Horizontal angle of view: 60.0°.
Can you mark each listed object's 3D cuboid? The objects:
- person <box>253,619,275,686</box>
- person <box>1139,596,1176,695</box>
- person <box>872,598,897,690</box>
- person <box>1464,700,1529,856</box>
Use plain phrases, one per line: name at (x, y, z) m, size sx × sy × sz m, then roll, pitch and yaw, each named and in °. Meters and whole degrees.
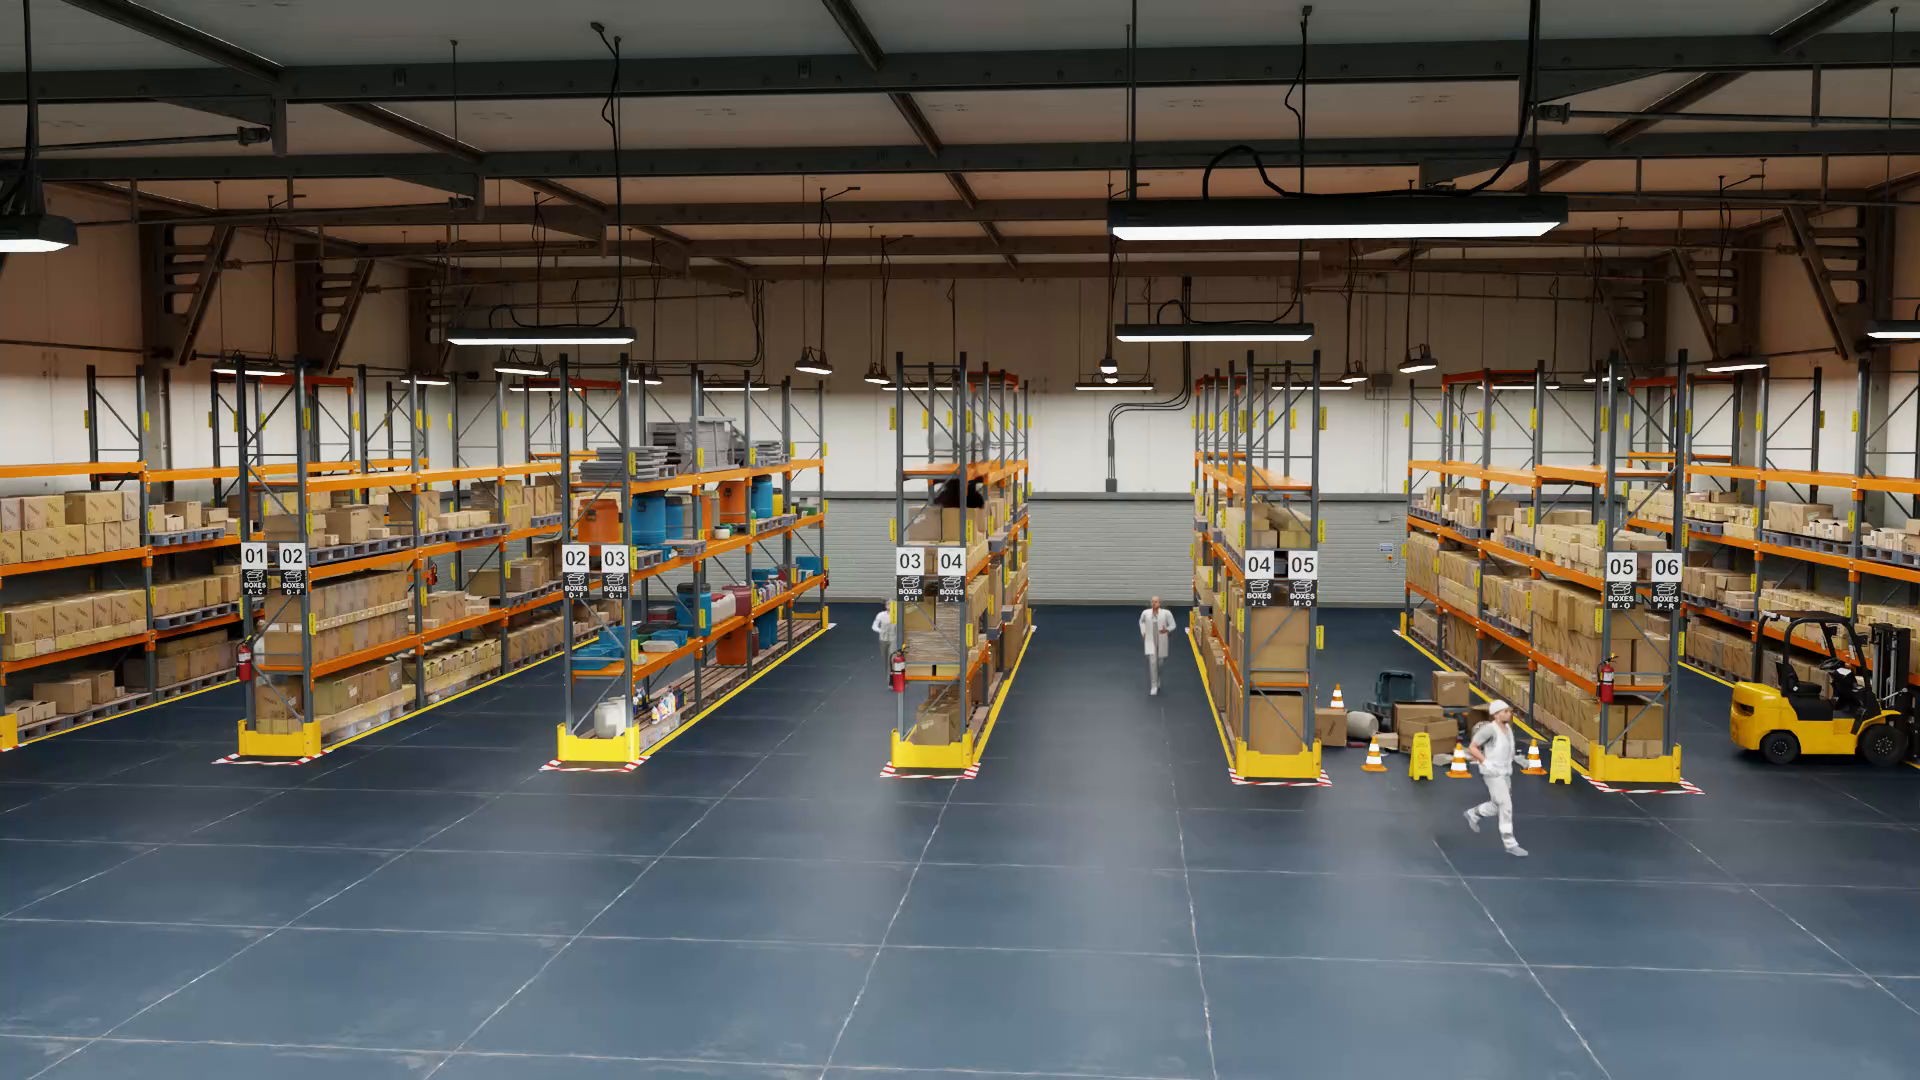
person at (-11.850, 2.167, 28.304) m, size 0.588 × 1.629 × 0.608 m, roll 0°, pitch 4°, yaw 3°
person at (3.656, 1.928, 30.820) m, size 0.695 × 1.791 × 0.964 m, roll 1°, pitch 4°, yaw 9°
person at (-1.354, 1.927, 31.410) m, size 0.599 × 1.713 × 0.863 m, roll 0°, pitch 4°, yaw 1°
person at (6.230, 2.735, 19.379) m, size 0.660 × 1.765 × 0.946 m, roll -3°, pitch 5°, yaw -40°
